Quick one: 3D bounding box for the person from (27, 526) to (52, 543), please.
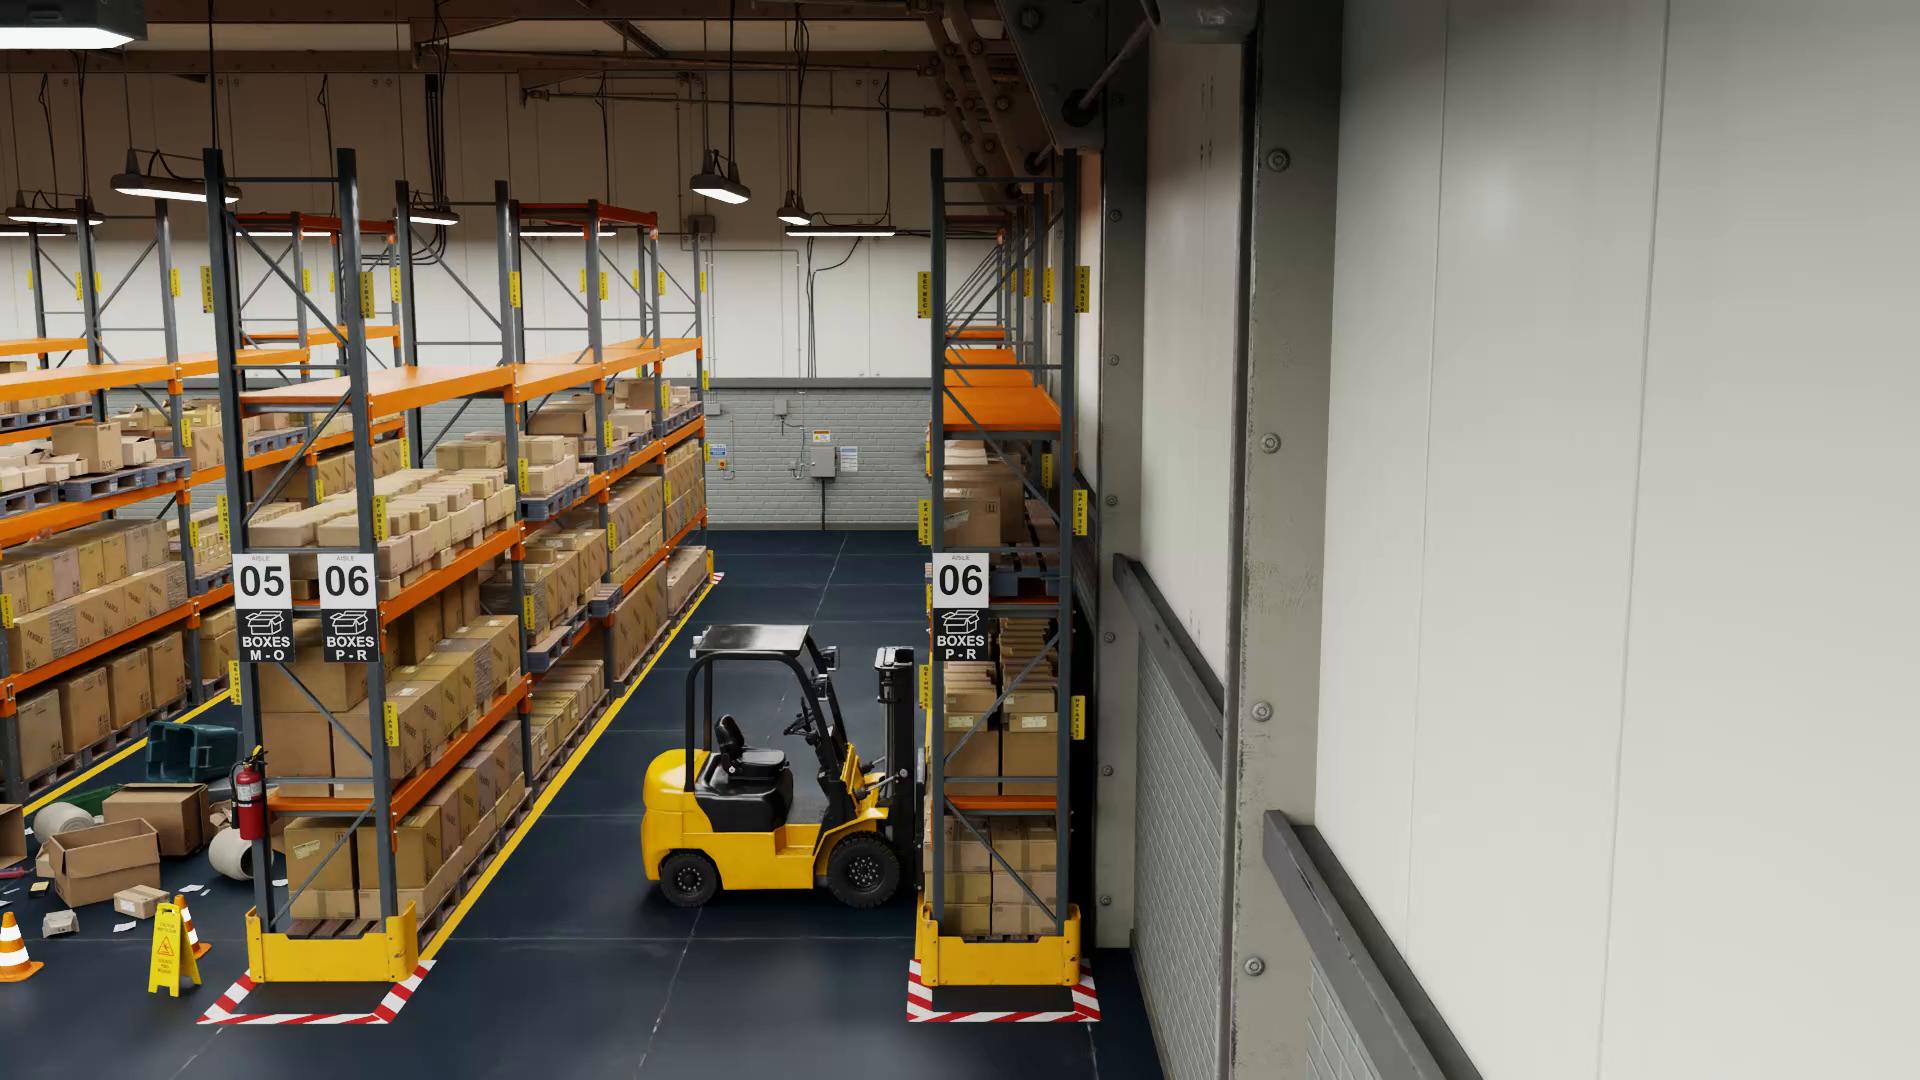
[{"bbox_3d":[-12.740,0.564,23.255,0.658,1.782,0.977,-2,9,-10],"label":"person"}]
